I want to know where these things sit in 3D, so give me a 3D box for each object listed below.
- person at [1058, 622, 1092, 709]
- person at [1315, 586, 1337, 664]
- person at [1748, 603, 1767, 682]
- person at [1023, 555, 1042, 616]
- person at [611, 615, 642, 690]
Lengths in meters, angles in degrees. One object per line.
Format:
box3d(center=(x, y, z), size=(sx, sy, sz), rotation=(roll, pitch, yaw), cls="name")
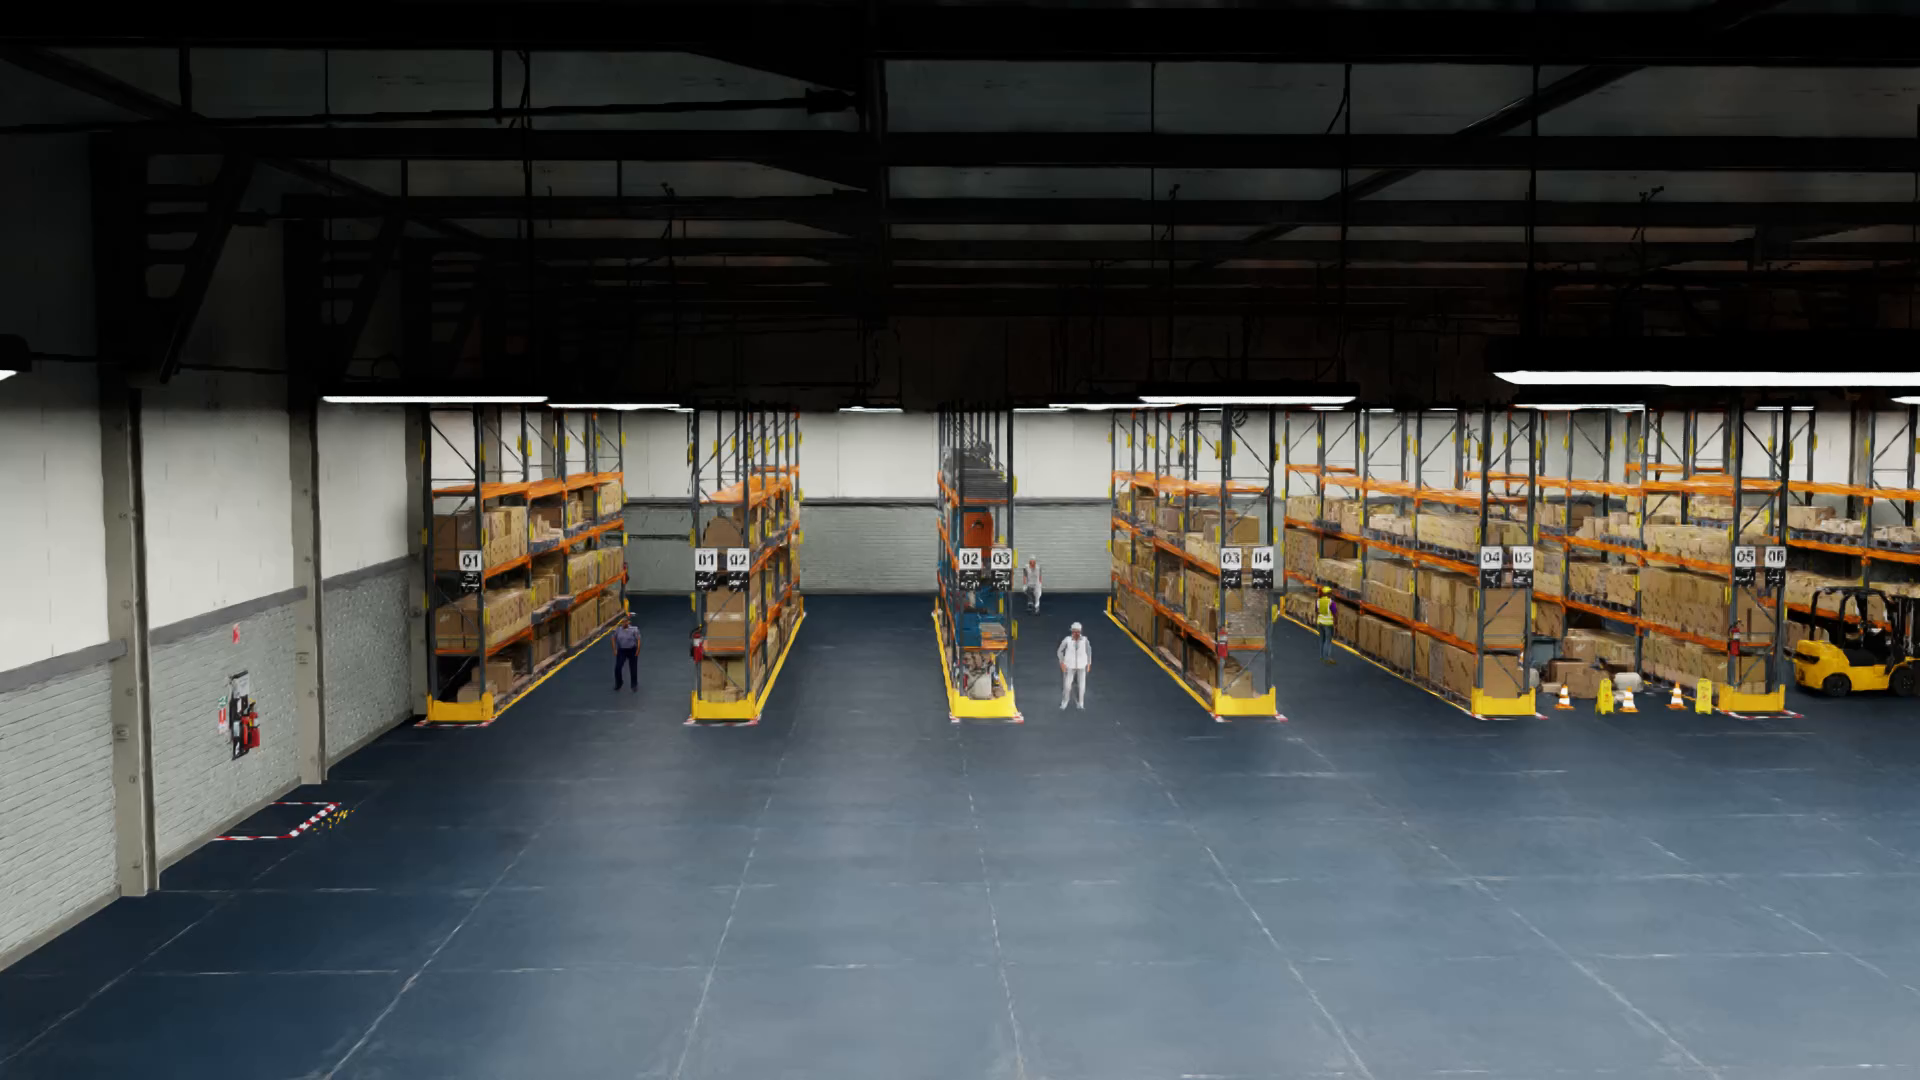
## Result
box3d(center=(2.227, 2.426, 32.170), size=(0.677, 1.726, 0.574), rotation=(0, 4, -4), cls="person")
box3d(center=(8.442, 1.930, 38.163), size=(0.452, 1.759, 0.632), rotation=(-3, 5, -34), cls="person")
box3d(center=(17.062, 2.181, 35.512), size=(0.492, 1.672, 0.507), rotation=(-3, 5, -30), cls="person")
box3d(center=(2.059, 1.267, 47.200), size=(0.553, 1.707, 1.105), rotation=(0, 4, 0), cls="person")
box3d(center=(-6.897, 2.322, 34.405), size=(0.625, 1.596, 0.517), rotation=(0, 4, -3), cls="person")
